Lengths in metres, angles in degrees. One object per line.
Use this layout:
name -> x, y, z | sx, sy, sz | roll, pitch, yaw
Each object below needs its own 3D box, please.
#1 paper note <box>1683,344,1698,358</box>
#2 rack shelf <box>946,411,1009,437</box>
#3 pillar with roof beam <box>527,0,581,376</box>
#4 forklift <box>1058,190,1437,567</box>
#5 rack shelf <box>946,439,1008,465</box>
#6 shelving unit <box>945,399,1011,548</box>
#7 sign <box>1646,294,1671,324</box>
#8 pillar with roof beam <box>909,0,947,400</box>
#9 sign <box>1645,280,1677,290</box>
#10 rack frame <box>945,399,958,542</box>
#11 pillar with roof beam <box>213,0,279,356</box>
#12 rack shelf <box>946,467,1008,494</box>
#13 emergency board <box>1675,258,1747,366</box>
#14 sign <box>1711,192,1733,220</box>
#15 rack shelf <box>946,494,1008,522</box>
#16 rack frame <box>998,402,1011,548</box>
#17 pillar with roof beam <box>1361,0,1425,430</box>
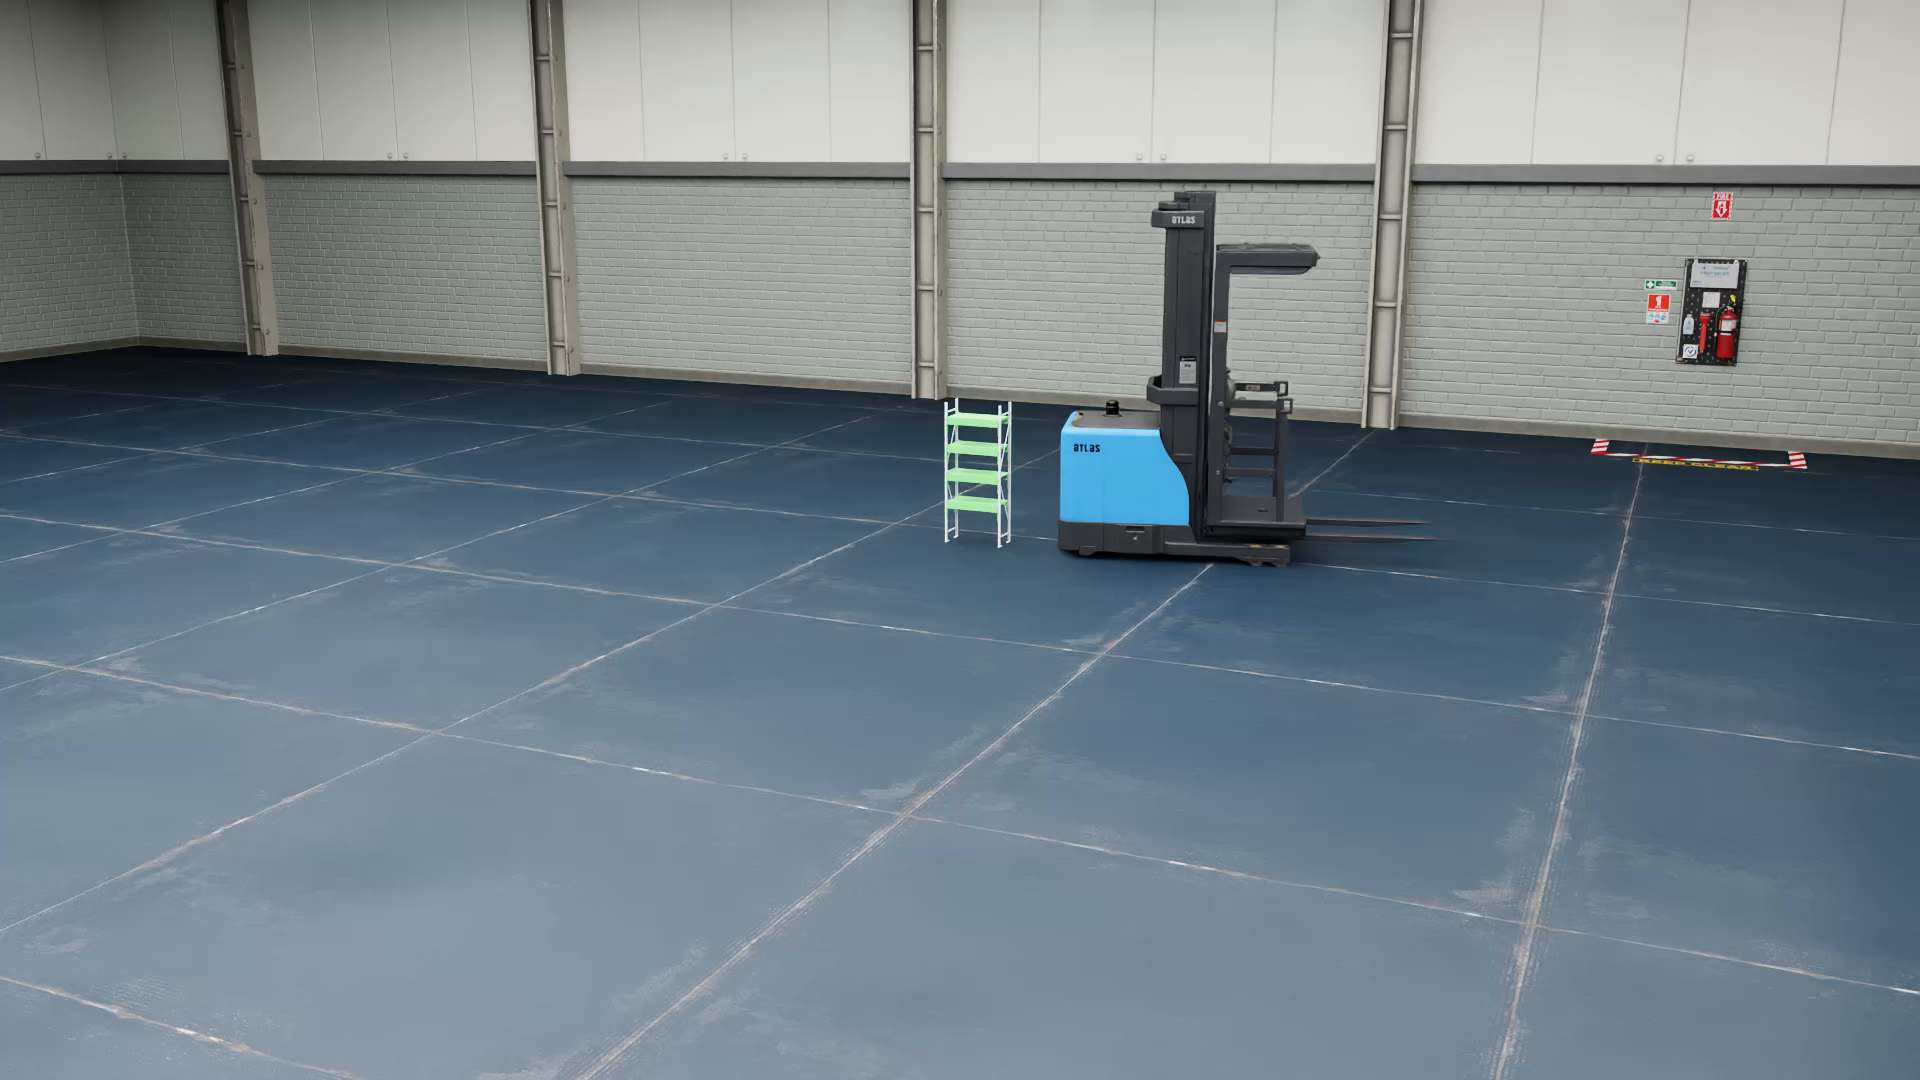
paper note -> 8.181, -2.113, 18.623 | 0.142, 0.148, 0.016 | 6, 14, 23
rack shelf -> 0.151, -0.974, 13.957 | 0.480, 0.148, 0.258 | 6, 14, 23
pillar with roof beam -> -7.643, -5.962, 19.964 | 0.400, 9.000, 9.100 | 6, 14, 23
forklift -> 2.369, -1.343, 13.563 | 3.031, 2.935, 1.130 | 2, 13, 9
rack shelf -> 0.151, -0.740, 14.012 | 0.480, 0.148, 0.258 | 6, 14, 23
shelving unit -> 0.151, -0.569, 14.052 | 0.503, 1.200, 0.258 | 6, 14, 23
sign -> 7.851, -2.601, 18.697 | 0.234, 0.329, 0.001 | 6, 14, 23
pillar with roof beam -> -2.157, -5.407, 17.598 | 0.400, 9.000, 9.100 | 6, 14, 23
sign -> 7.851, -2.857, 18.627 | 0.331, 0.109, 0.001 | 6, 14, 23
rack frame -> -0.072, -0.591, 14.149 | 0.015, 1.200, 0.240 | 6, 14, 23
pillar with roof beam -> -13.128, -6.517, 22.330 | 0.400, 9.000, 9.100 | 6, 14, 23
rack shelf -> 0.151, -0.507, 14.067 | 0.480, 0.148, 0.258 | 6, 14, 23
emergency board -> 8.315, -2.511, 18.391 | 0.643, 1.169, 0.194 | 6, 14, 23
sign -> 8.347, -3.662, 18.218 | 0.199, 0.298, 0.001 | 6, 14, 23
rack shelf -> 0.151, -0.273, 14.122 | 0.480, 0.148, 0.258 | 6, 14, 23
rack frame -> 0.374, -0.546, 13.956 | 0.015, 1.200, 0.240 | 6, 14, 23
pillar with roof beam -> 3.329, -4.851, 15.232 | 0.400, 9.000, 9.100 | 6, 14, 23
